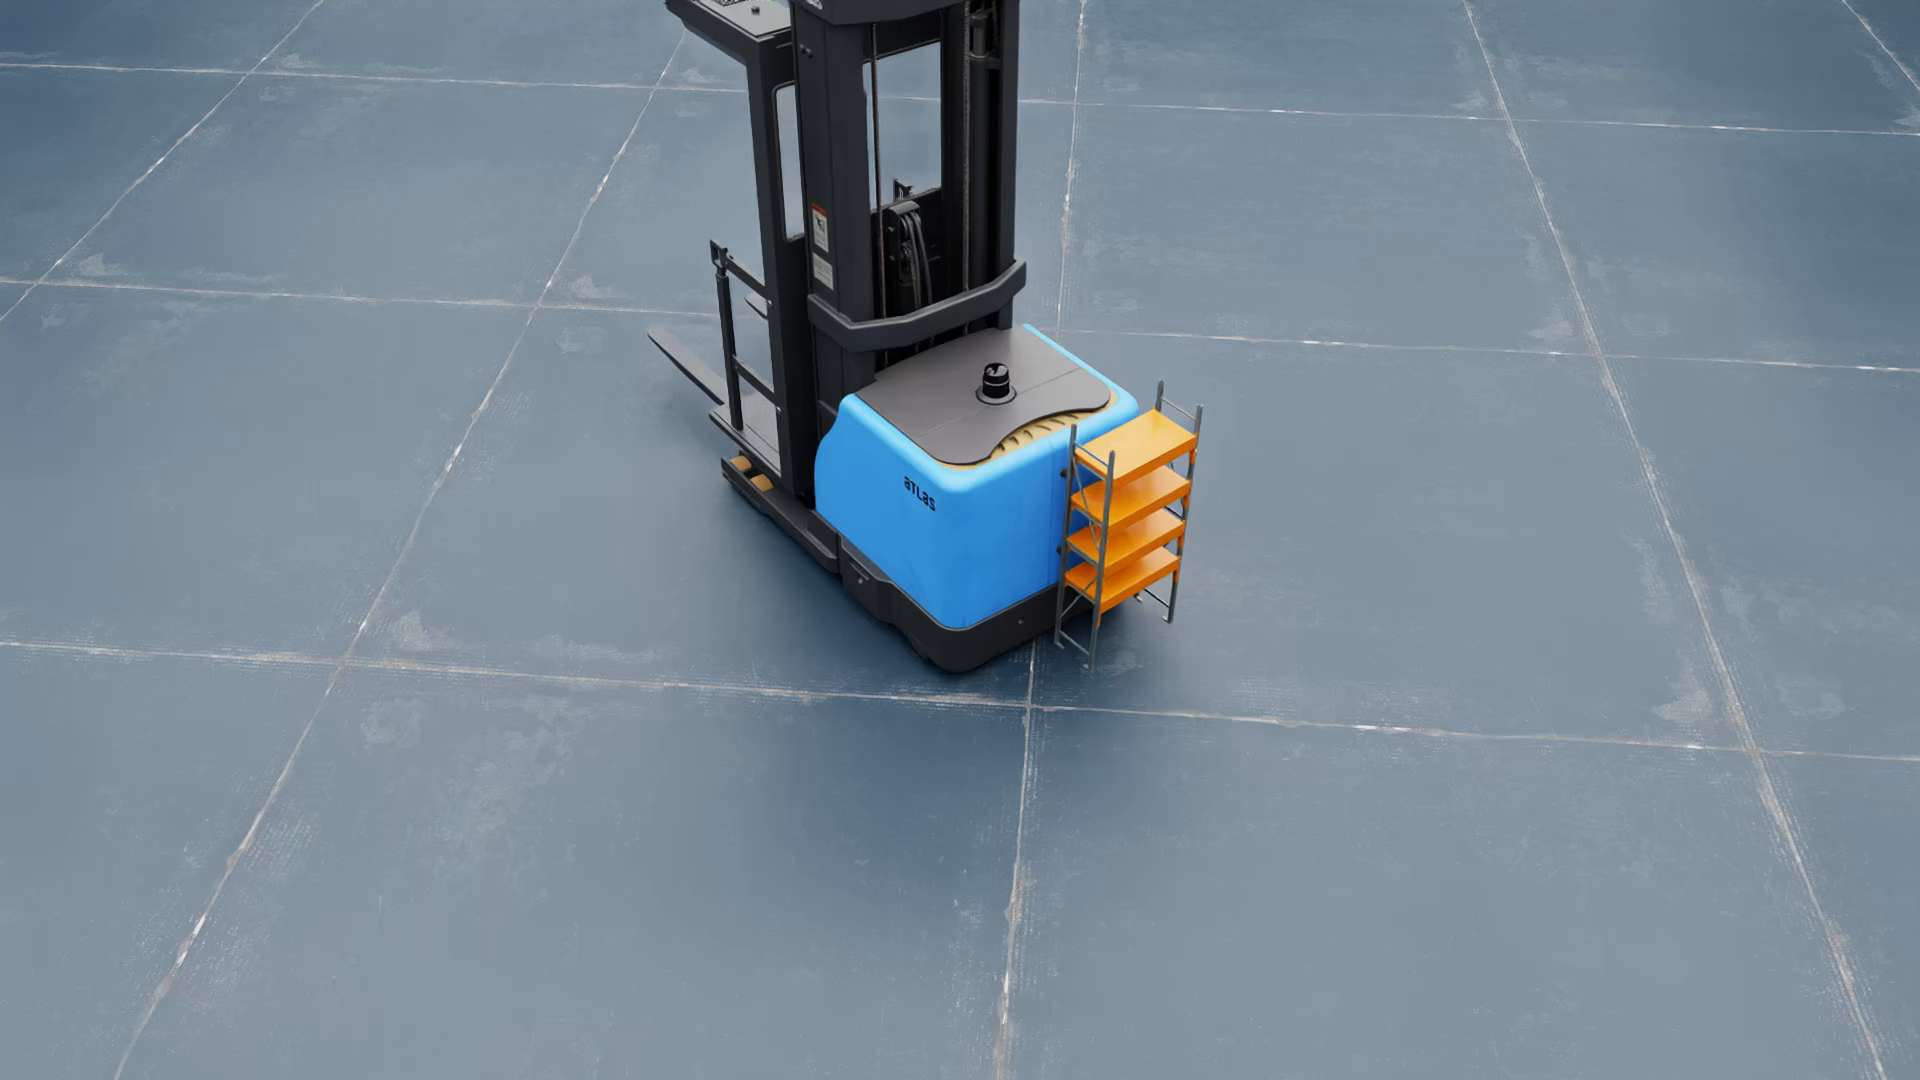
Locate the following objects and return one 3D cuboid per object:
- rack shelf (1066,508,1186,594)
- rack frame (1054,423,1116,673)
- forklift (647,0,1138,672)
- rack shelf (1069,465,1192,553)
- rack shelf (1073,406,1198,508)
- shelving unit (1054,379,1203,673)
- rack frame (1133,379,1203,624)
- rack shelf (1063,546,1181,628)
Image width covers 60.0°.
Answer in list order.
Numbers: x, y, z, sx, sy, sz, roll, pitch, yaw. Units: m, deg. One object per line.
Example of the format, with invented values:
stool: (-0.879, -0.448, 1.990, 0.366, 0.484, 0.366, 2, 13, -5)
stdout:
rack shelf: (0.695, 0.008, 7.060, 0.480, 0.148, 0.258, -28, 48, -30)
rack frame: (0.509, 0.056, 6.895, 0.015, 1.200, 0.240, -28, 48, -30)
forklift: (-0.517, -1.453, 7.384, 1.130, 2.935, 3.031, -25, 45, -28)
rack shelf: (0.699, -0.162, 6.914, 0.480, 0.148, 0.258, -28, 48, -30)
rack shelf: (0.704, -0.341, 6.761, 0.480, 0.148, 0.258, -28, 48, -30)
shelving unit: (0.696, -0.043, 7.016, 0.503, 1.200, 0.258, -28, 48, -30)
rack frame: (0.884, -0.141, 7.137, 0.015, 1.200, 0.240, -28, 48, -30)
rack shelf: (0.691, 0.159, 7.189, 0.480, 0.148, 0.258, -28, 48, -30)
